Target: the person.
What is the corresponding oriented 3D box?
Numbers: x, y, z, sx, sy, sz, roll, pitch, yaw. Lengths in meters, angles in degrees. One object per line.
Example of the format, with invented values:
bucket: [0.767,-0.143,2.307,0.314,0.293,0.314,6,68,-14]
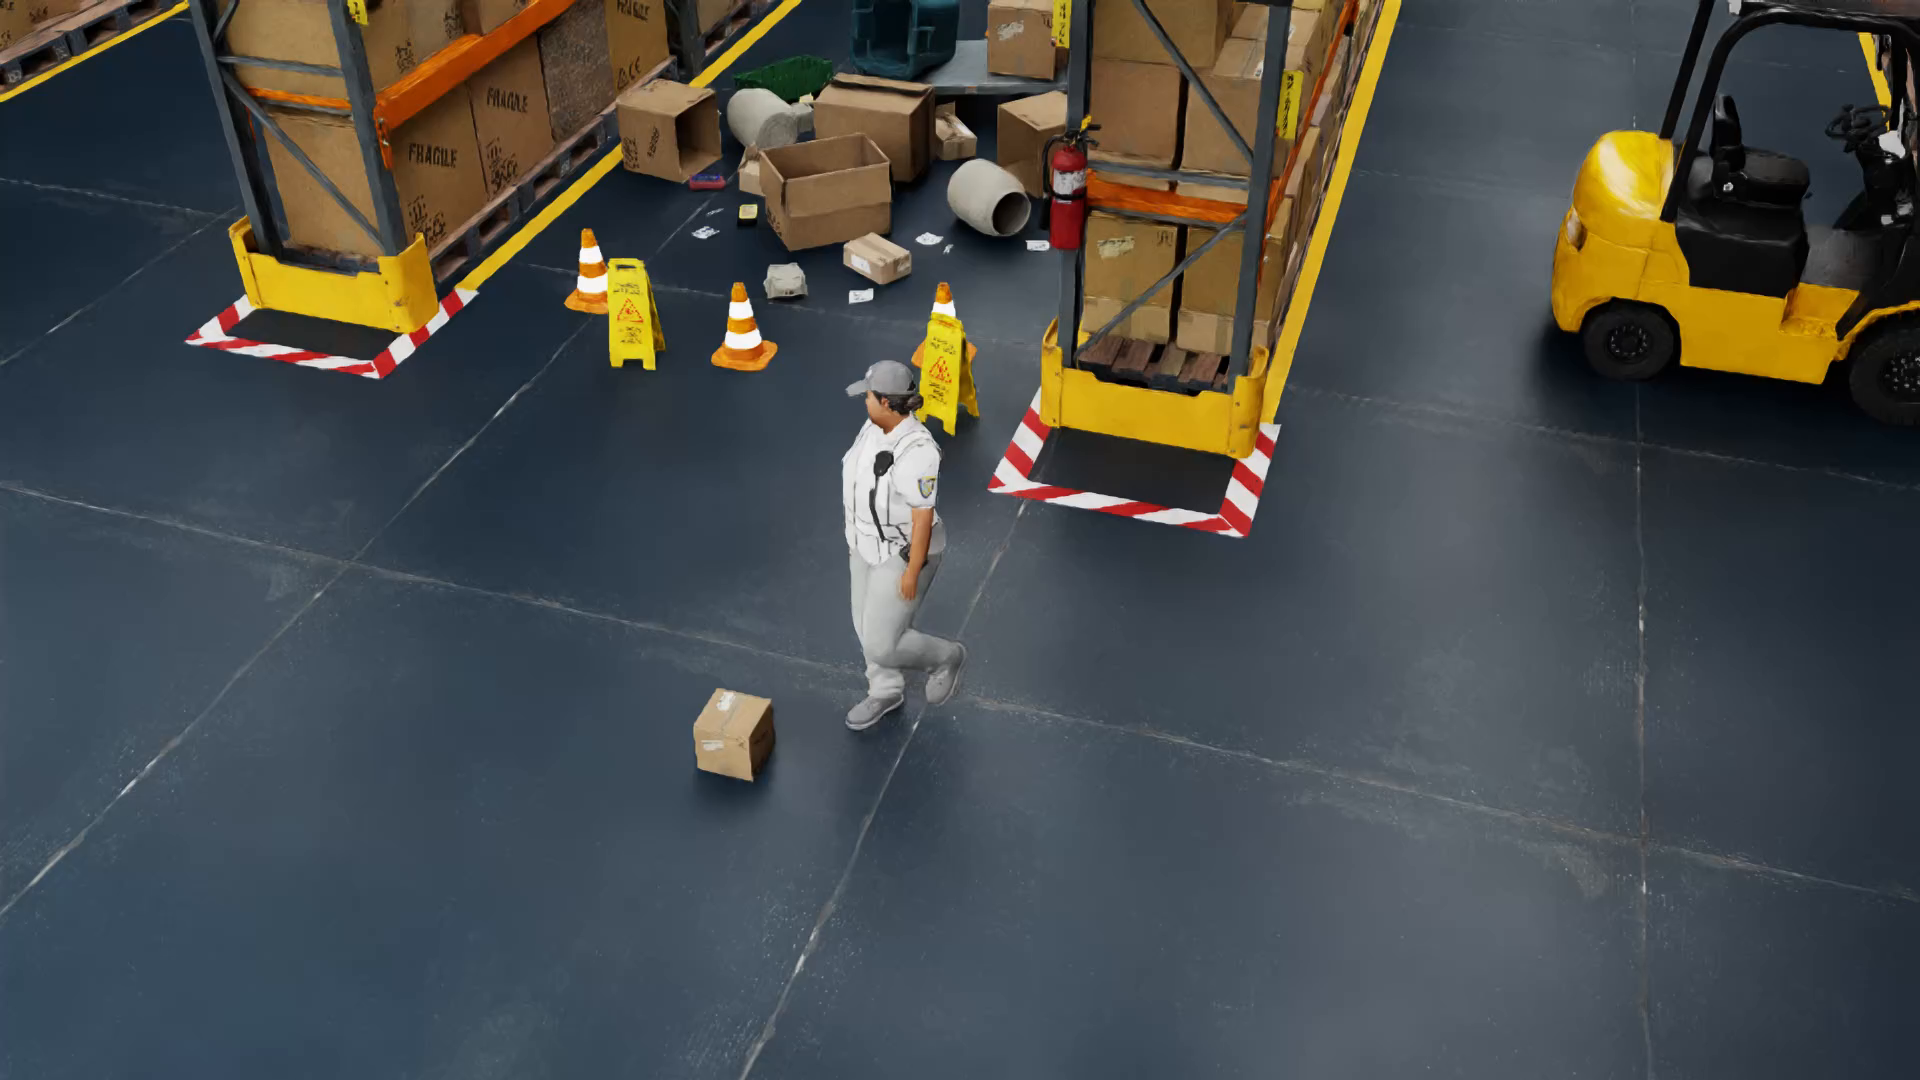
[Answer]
person: [-0.296,0.040,6.855,0.546,1.636,0.526,-21,42,-25]
